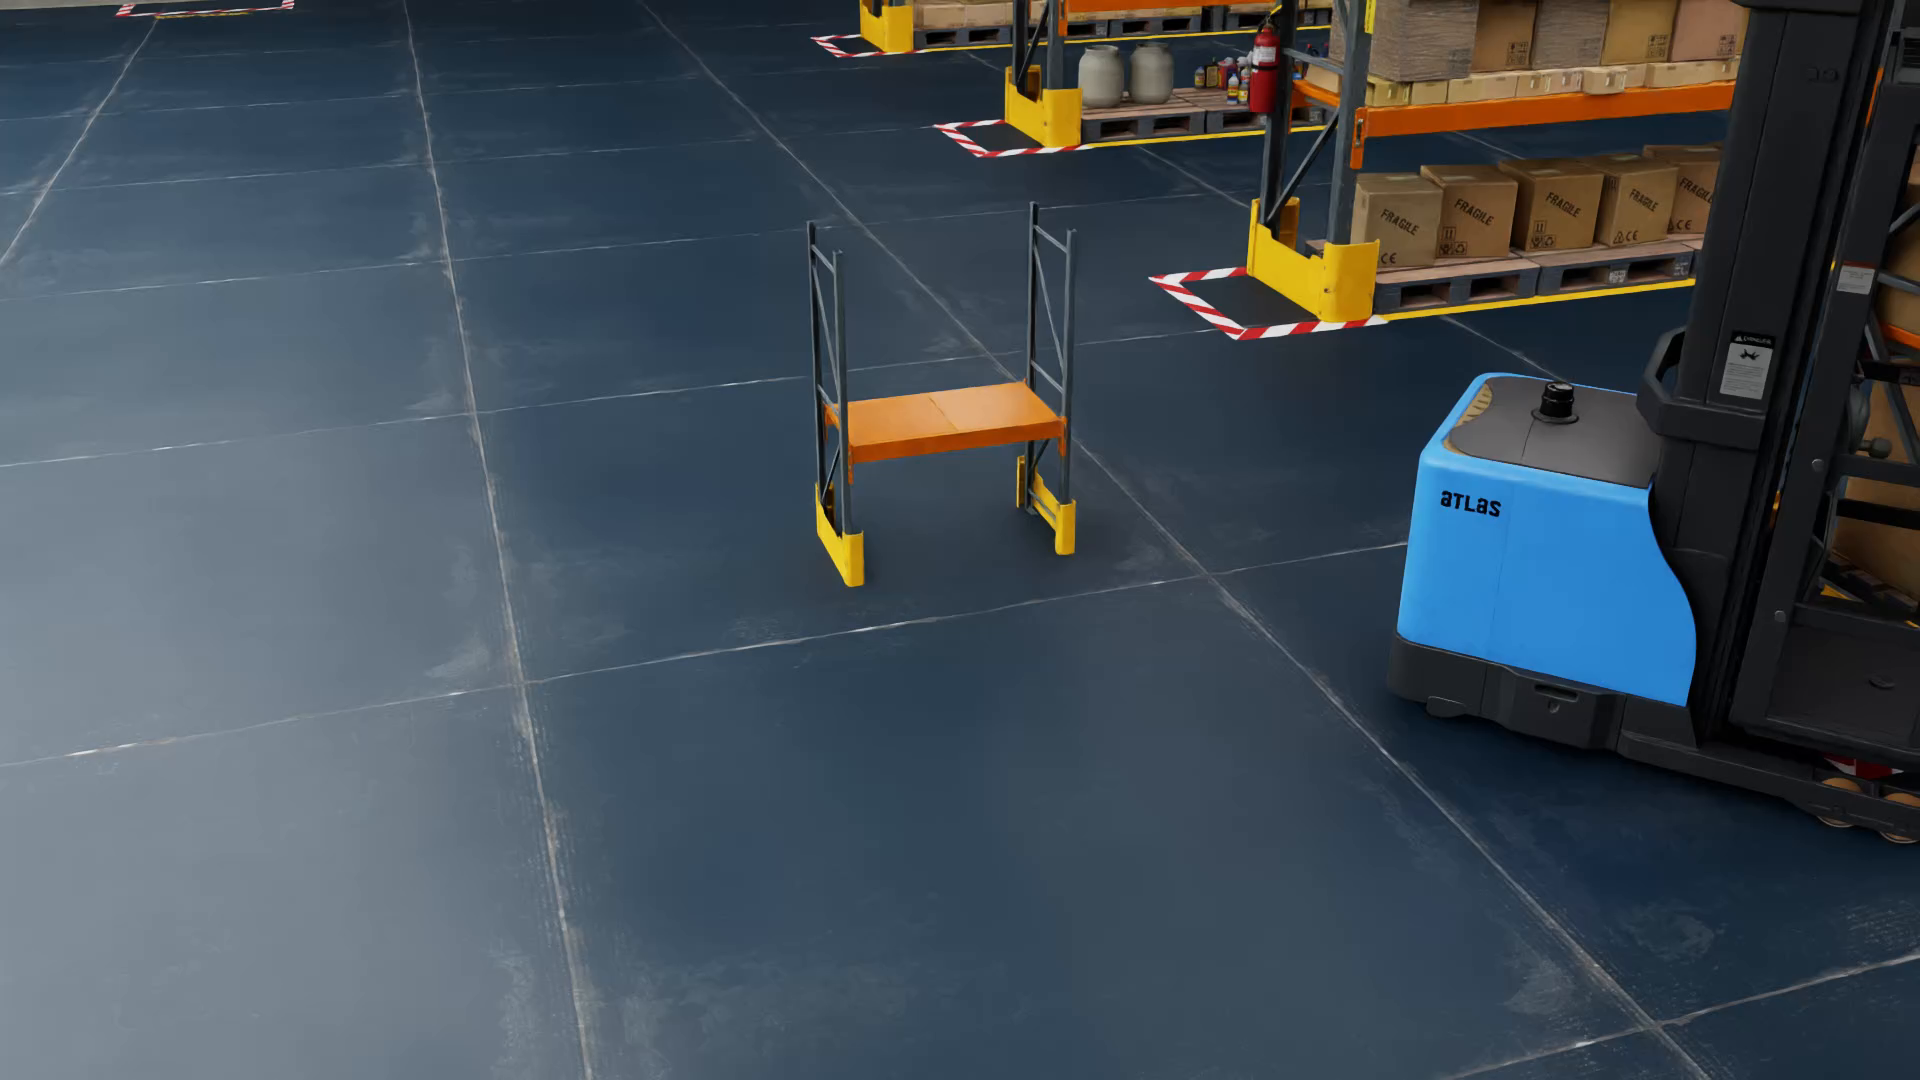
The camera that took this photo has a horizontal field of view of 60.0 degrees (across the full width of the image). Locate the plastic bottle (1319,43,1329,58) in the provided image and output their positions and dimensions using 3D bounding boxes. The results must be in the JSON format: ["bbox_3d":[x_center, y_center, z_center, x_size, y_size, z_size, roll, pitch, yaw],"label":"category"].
[{"bbox_3d":[3.602,-4.688,16.303,0.185,0.351,0.144,-7,27,-15],"label":"plastic bottle"}]

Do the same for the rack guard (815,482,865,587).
[{"bbox_3d":[-0.546,-0.033,7.535,0.087,0.250,0.587,-8,28,-16],"label":"rack guard"}]

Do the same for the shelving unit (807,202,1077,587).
[{"bbox_3d":[-0.072,-0.661,7.395,1.083,1.500,0.587,-8,28,-16],"label":"shelving unit"}]

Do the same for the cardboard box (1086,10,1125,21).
[{"bbox_3d":[1.645,-6.368,19.824,0.500,0.250,0.500,-8,28,-16],"label":"cardboard box"}]

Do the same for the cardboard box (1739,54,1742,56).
[{"bbox_3d":[5.218,-3.131,10.967,0.250,0.149,0.380,-8,28,-16],"label":"cardboard box"}]

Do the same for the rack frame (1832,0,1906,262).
[{"bbox_3d":[6.032,-3.519,11.464,0.127,3.000,1.000,-8,28,-16],"label":"rack frame"}]

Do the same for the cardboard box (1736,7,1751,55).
[{"bbox_3d":[5.099,-3.607,11.195,0.500,0.500,0.875,-8,28,-16],"label":"cardboard box"}]

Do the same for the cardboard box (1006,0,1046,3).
[{"bbox_3d":[0.689,-6.573,19.393,0.500,0.500,0.500,-8,28,-16],"label":"cardboard box"}]

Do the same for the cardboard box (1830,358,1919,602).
[{"bbox_3d":[4.293,-0.215,6.726,0.875,0.875,0.875,-8,28,-16],"label":"cardboard box"}]

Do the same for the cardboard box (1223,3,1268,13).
[{"bbox_3d":[3.428,-6.615,20.321,0.500,0.250,0.500,-9,28,-17],"label":"cardboard box"}]

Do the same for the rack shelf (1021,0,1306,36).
[{"bbox_3d":[2.596,-5.015,15.288,4.000,0.370,1.077,-8,28,-16],"label":"rack shelf"}]

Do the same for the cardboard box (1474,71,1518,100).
[{"bbox_3d":[3.291,-2.891,10.483,0.250,0.149,0.380,-8,28,-16],"label":"cardboard box"}]

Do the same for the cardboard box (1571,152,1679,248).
[{"bbox_3d":[4.531,-2.348,11.445,0.500,0.500,0.500,-11,28,-21],"label":"cardboard box"}]

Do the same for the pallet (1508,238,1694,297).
[{"bbox_3d":[4.242,-1.993,11.526,1.213,0.211,1.003,-8,28,-16],"label":"pallet"}]

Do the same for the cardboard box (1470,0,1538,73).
[{"bbox_3d":[3.198,-3.330,10.637,0.500,0.500,0.875,-8,28,-16],"label":"cardboard box"}]

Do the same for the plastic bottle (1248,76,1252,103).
[{"bbox_3d":[2.736,-4.184,15.364,0.133,0.283,0.061,-8,27,-15],"label":"plastic bottle"}]

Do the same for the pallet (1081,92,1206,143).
[{"bbox_3d":[1.527,-3.953,15.475,1.213,0.211,1.003,-8,28,-16],"label":"pallet"}]

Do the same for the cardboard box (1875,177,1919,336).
[{"bbox_3d":[4.007,-0.994,6.211,0.550,0.550,0.875,-8,28,-16],"label":"cardboard box"}]

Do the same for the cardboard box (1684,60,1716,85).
[{"bbox_3d":[4.715,-3.101,10.906,0.250,0.149,0.380,-8,28,-16],"label":"cardboard box"}]

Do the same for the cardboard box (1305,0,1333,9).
[{"bbox_3d":[4.406,-6.757,20.608,0.500,0.250,0.500,-9,28,-18],"label":"cardboard box"}]

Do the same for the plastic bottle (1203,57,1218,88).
[{"bbox_3d":[2.411,-4.504,16.010,0.133,0.283,0.061,-8,27,-15],"label":"plastic bottle"}]

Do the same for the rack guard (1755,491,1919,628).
[{"bbox_3d":[3.646,0.266,6.652,0.348,0.500,1.175,-8,28,-16],"label":"rack guard"}]

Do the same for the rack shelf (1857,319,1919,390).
[{"bbox_3d":[5.570,-0.810,6.817,4.000,0.370,1.077,-8,28,-16],"label":"rack shelf"}]

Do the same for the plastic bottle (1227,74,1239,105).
[{"bbox_3d":[2.515,-4.155,15.319,0.097,0.271,0.097,0,26,0],"label":"plastic bottle"}]

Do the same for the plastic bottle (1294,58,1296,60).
[{"bbox_3d":[3.253,-4.626,16.256,0.133,0.283,0.061,-7,27,-14],"label":"plastic bottle"}]

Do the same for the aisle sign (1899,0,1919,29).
[{"bbox_3d":[3.508,-2.138,5.760,0.004,0.787,0.394,-8,28,-16],"label":"aisle sign"}]

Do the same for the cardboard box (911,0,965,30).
[{"bbox_3d":[-0.257,-6.093,19.270,0.500,0.250,0.500,-8,28,-16],"label":"cardboard box"}]

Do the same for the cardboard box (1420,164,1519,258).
[{"bbox_3d":[3.385,-2.212,11.171,0.500,0.500,0.500,-1,26,-3],"label":"cardboard box"}]

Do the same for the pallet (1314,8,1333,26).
[{"bbox_3d":[4.818,-6.746,21.102,1.213,0.211,1.003,-8,28,-16],"label":"pallet"}]

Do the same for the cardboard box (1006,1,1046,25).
[{"bbox_3d":[0.693,-6.232,19.550,0.500,0.250,0.500,-8,28,-16],"label":"cardboard box"}]

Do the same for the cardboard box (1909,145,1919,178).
[{"bbox_3d":[6.622,-2.672,12.074,0.500,0.500,0.700,-10,28,-20],"label":"cardboard box"}]

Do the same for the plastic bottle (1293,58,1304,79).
[{"bbox_3d":[3.294,-4.590,16.196,0.097,0.271,0.097,0,26,0],"label":"plastic bottle"}]

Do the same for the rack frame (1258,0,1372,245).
[{"bbox_3d":[2.229,-2.968,10.355,0.127,3.000,1.000,-8,28,-16],"label":"rack frame"}]

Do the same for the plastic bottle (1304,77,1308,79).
[{"bbox_3d":[3.226,-4.227,15.542,0.097,0.201,0.097,0,26,0],"label":"plastic bottle"}]

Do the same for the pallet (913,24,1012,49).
[{"bbox_3d":[-0.121,-6.031,19.661,1.213,0.211,1.003,-8,28,-16],"label":"pallet"}]

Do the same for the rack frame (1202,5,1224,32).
[{"bbox_3d":[2.968,-7.708,19.902,0.127,3.000,1.000,-8,28,-16],"label":"rack frame"}]

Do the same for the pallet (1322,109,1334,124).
[{"bbox_3d":[3.847,-4.289,16.152,1.213,0.211,1.003,-8,28,-16],"label":"pallet"}]

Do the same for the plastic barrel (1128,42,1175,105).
[{"bbox_3d":[1.773,-4.328,15.420,0.421,0.512,0.421,0,26,0],"label":"plastic barrel"}]

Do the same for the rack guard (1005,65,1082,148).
[{"bbox_3d":[0.752,-3.973,15.190,0.348,0.500,1.175,-8,28,-16],"label":"rack guard"}]

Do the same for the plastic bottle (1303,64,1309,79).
[{"bbox_3d":[3.296,-4.336,15.671,0.133,0.283,0.061,-8,28,-16],"label":"plastic bottle"}]

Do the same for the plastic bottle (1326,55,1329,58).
[{"bbox_3d":[3.647,-4.627,16.181,0.185,0.351,0.144,-8,28,-16],"label":"plastic bottle"}]

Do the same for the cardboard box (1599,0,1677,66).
[{"bbox_3d":[4.166,-3.444,10.867,0.500,0.500,0.875,-8,28,-16],"label":"cardboard box"}]

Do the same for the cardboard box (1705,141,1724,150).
[{"bbox_3d":[5.639,-2.549,11.850,0.500,0.500,0.500,-9,28,-18],"label":"cardboard box"}]

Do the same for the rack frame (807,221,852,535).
[{"bbox_3d":[-0.564,-0.590,7.252,0.032,1.500,0.500,-8,28,-16],"label":"rack frame"}]

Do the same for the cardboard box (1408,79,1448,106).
[{"bbox_3d":[2.817,-2.820,10.340,0.250,0.149,0.380,-8,28,-16],"label":"cardboard box"}]

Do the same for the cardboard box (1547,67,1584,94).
[{"bbox_3d":[3.760,-2.969,10.639,0.250,0.149,0.380,-8,28,-16],"label":"cardboard box"}]

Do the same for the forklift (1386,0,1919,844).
[{"bbox_3d":[3.199,-0.549,5.560,3.031,2.935,1.130,13,29,25],"label":"forklift"}]

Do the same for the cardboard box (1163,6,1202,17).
[{"bbox_3d":[2.595,-6.508,20.106,0.500,0.250,0.500,-8,28,-16],"label":"cardboard box"}]

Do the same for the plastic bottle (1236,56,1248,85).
[{"bbox_3d":[2.685,-4.520,16.049,0.135,0.276,0.152,-9,28,-18],"label":"plastic bottle"}]

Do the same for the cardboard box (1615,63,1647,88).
[{"bbox_3d":[4.226,-3.050,10.803,0.250,0.149,0.380,-8,28,-16],"label":"cardboard box"}]

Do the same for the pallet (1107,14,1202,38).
[{"bbox_3d":[2.199,-6.367,20.337,1.213,0.211,1.003,-8,28,-16],"label":"pallet"}]
